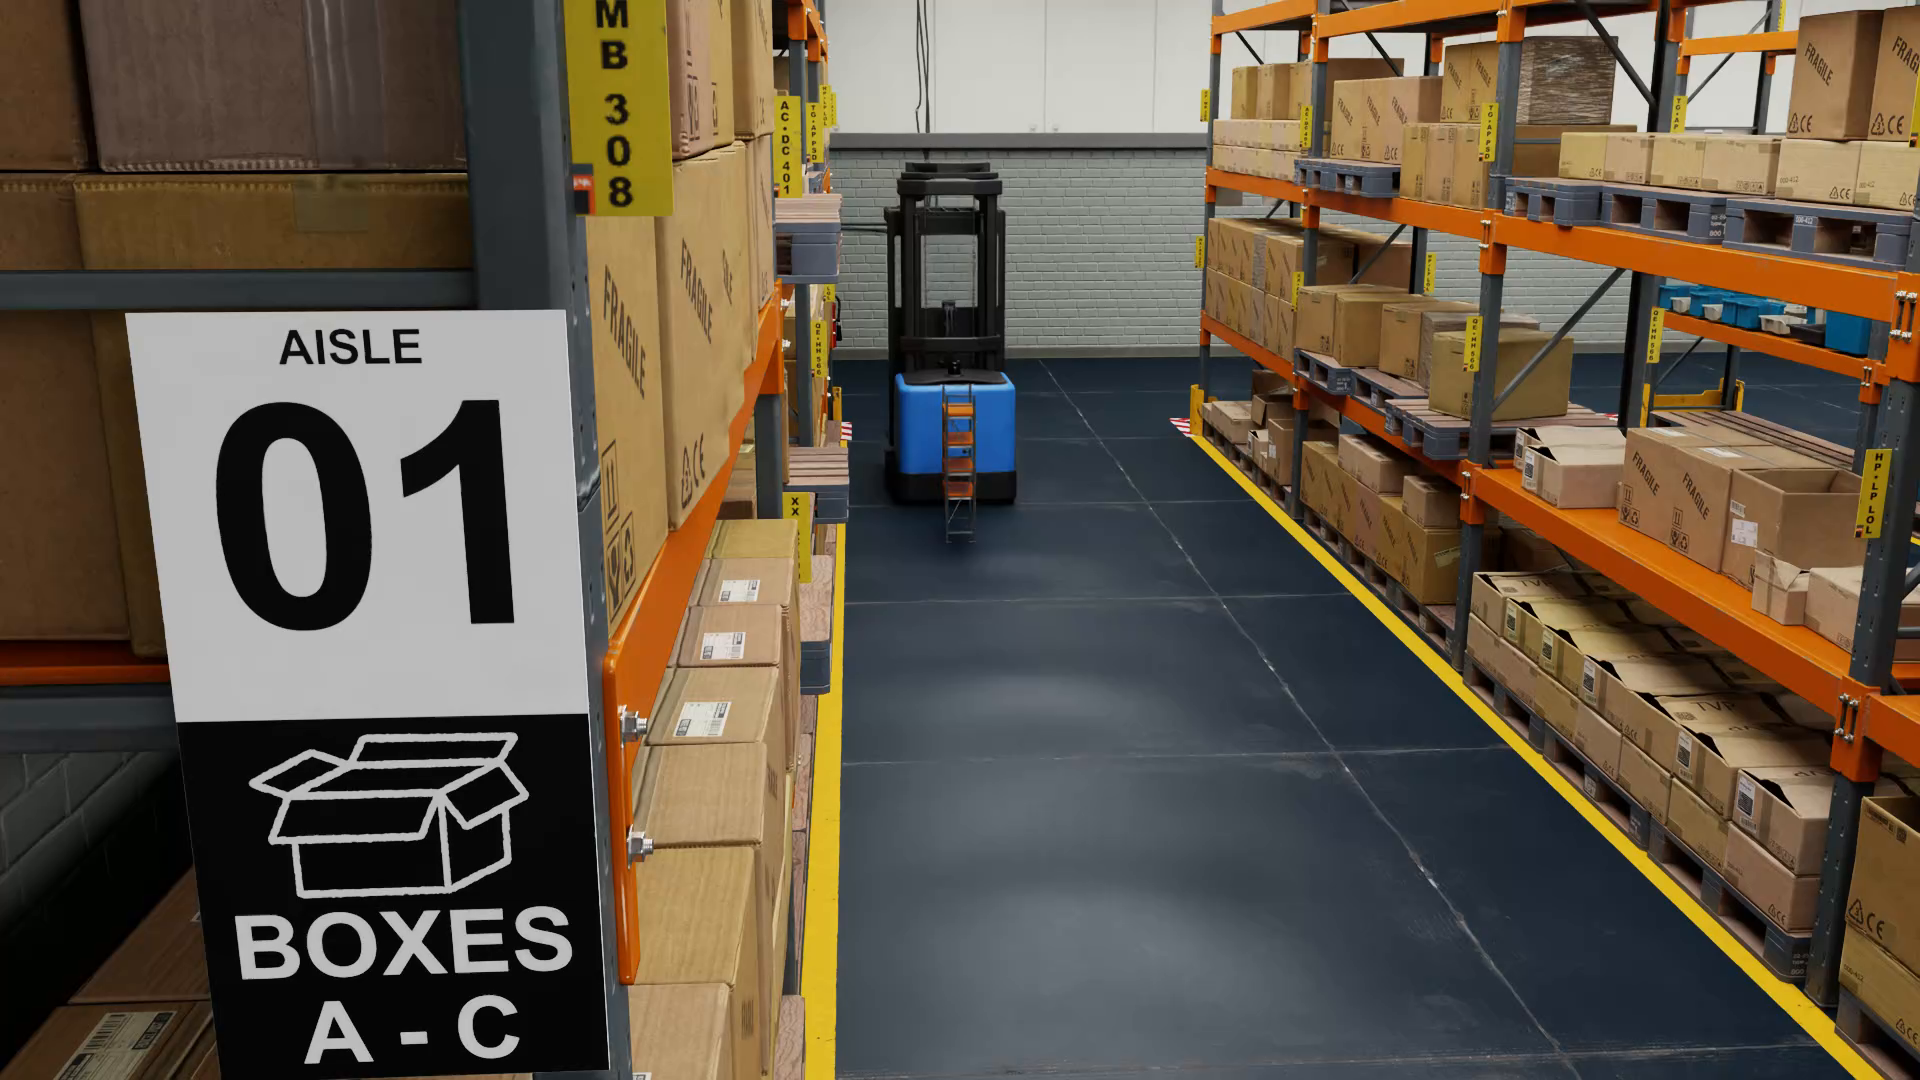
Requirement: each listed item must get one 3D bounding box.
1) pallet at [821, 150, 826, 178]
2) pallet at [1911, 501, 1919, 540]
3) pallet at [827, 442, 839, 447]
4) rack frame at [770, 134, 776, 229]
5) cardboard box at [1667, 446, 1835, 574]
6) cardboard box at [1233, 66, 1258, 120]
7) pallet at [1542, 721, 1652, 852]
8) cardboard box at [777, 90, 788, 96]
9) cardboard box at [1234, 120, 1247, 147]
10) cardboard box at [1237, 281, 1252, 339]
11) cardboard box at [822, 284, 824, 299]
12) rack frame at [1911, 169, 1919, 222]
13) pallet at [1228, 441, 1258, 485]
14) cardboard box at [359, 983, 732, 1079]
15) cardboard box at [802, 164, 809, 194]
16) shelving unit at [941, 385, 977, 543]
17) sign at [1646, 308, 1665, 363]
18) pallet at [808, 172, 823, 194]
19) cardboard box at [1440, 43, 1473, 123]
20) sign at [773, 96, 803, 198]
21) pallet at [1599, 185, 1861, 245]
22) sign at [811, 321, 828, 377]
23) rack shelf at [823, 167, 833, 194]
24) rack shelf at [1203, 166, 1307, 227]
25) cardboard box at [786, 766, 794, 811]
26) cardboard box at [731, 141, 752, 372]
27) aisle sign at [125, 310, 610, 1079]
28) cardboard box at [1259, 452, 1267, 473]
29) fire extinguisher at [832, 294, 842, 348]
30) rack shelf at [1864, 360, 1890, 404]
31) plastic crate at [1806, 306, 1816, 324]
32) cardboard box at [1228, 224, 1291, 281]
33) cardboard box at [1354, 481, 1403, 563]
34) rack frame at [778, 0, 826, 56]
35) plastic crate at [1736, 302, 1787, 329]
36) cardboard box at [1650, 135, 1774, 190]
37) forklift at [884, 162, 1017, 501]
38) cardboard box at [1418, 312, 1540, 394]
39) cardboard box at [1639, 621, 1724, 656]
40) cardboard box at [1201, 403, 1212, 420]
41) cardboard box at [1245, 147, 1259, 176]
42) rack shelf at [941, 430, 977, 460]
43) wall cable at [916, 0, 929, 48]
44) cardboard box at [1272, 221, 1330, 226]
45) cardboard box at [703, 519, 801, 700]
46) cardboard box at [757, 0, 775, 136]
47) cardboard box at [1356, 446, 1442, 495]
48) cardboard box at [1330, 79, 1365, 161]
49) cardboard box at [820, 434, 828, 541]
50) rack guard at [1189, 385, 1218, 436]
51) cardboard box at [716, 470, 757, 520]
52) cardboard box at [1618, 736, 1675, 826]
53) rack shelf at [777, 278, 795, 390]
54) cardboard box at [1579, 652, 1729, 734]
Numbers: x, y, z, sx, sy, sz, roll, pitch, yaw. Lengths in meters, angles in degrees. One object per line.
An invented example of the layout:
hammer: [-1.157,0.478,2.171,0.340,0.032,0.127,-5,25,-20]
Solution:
pallet: [-1.648,-3.180,14.023,1.003,0.211,1.213,-1,14,-3]
pallet: [8.286,-0.176,13.788,1.003,0.211,1.213,-1,14,-3]
pallet: [-1.656,-0.710,15.864,1.003,0.211,1.213,-1,14,-3]
rack frame: [-1.113,-2.482,5.114,1.000,3.000,0.127,-1,14,-3]
cardboard box: [3.736,-0.149,7.887,0.500,0.500,0.500,-1,14,-3]
cardboard box: [3.083,-4.371,16.267,0.700,0.500,0.500,-1,14,-3]
pallet: [3.668,1.209,8.402,1.003,0.211,1.213,-1,14,-3]
cardboard box: [-1.564,-2.923,11.762,0.700,0.500,0.500,-1,14,-4]
cardboard box: [2.921,-3.880,15.866,0.500,0.250,0.500,-1,14,-3]
cardboard box: [2.947,-2.195,15.838,0.500,0.500,0.500,-1,14,-3]
cardboard box: [-1.324,-2.020,13.013,0.500,0.250,0.500,-1,14,-2]
rack frame: [3.831,-2.560,5.415,1.000,3.000,0.127,-1,14,-3]
pallet: [3.216,-0.768,16.089,1.003,0.211,1.213,-1,14,-3]
cardboard box: [-0.594,0.994,2.398,0.500,0.500,0.500,-1,14,-3]
cardboard box: [-1.046,-1.816,8.683,0.500,0.311,0.500,-1,14,-3]
shelving unit: [-0.010,-0.622,13.537,0.258,1.200,0.503,-1,14,-3]
sign: [4.137,-1.219,9.921,0.100,0.325,0.005,-1,14,-3]
pallet: [-1.453,-2.092,9.997,1.213,0.211,1.003,0,14,-1]
cardboard box: [3.500,-2.997,10.926,0.500,0.500,0.500,-1,14,-3]
sign: [-0.571,-1.290,5.464,0.100,0.325,0.005,-1,14,-3]
pallet: [3.787,-1.565,7.947,1.003,0.211,1.213,0,14,-1]
sign: [-0.819,-1.105,9.635,0.100,0.325,0.005,-1,14,-3]
rack shelf: [-1.732,-3.168,15.244,1.077,0.370,4.000,-1,14,-3]
rack shelf: [3.212,-3.245,15.544,1.077,0.370,4.000,-1,14,-3]
cardboard box: [-0.758,0.723,4.956,0.500,0.250,0.500,-1,14,-3]
cardboard box: [-0.724,-0.576,3.484,0.500,0.500,0.500,0,14,0]
aisle sign: [-0.561,0.172,1.620,0.394,0.787,0.004,-1,14,-3]
cardboard box: [2.934,-0.706,15.088,0.380,0.149,0.250,-1,14,-3]
fire extinguisher: [-1.405,-2.388,17.690,0.296,0.674,0.183,-1,14,-3]
rack shelf: [8.404,-0.874,12.345,1.077,0.370,4.000,-1,14,-3]
plastic crate: [8.415,-2.155,16.099,0.416,0.233,0.300,-1,14,-3]
cardboard box: [2.918,-2.802,16.191,0.500,0.500,0.500,-1,14,-3]
cardboard box: [3.221,-0.140,12.183,0.500,0.500,0.500,-1,14,-6]
rack frame: [-1.856,-5.467,16.713,1.000,3.000,0.127,-1,14,-3]
plastic crate: [7.819,-2.194,16.248,0.416,0.233,0.300,-1,14,-3]
cardboard box: [3.743,-1.848,8.127,0.500,0.250,0.500,-1,14,-5]
forklift: [-0.148,-2.081,15.731,1.130,2.935,3.031,-1,14,-5]
cardboard box: [3.566,-1.286,11.462,0.700,0.500,0.500,2,15,7]
cardboard box: [3.929,0.589,8.768,0.500,0.311,0.500,-1,14,-4]
cardboard box: [2.771,-1.362,17.637,0.380,0.149,0.250,-1,14,-3]
cardboard box: [2.954,-3.514,15.445,0.500,0.250,0.500,-1,14,-3]
rack shelf: [-0.010,-0.774,13.498,0.258,0.148,0.480,-1,14,-3]
wall cable: [0.850,-7.863,22.122,3.097,2.526,0.112,-1,14,-3]
cardboard box: [3.422,-2.939,16.723,0.500,0.500,0.500,0,14,-2]
cardboard box: [-0.775,0.236,5.346,0.500,0.500,0.500,-1,14,-4]
cardboard box: [-0.766,-1.315,4.348,0.500,0.500,0.500,0,14,0]
cardboard box: [3.216,-0.512,12.125,0.500,0.250,0.500,-1,14,-4]
cardboard box: [3.293,-3.270,12.953,0.600,0.600,0.600,-2,15,-9]
cardboard box: [-1.380,-0.348,12.331,0.750,0.750,0.750,0,14,-2]
rack guard: [3.093,-1.409,18.000,1.175,0.500,0.348,-1,14,-3]
cardboard box: [-1.110,0.035,6.288,0.700,0.500,0.500,-1,14,-3]
cardboard box: [3.455,1.122,7.820,0.500,0.250,0.500,-1,14,-2]
rack shelf: [-1.236,-1.178,7.511,1.077,0.370,4.000,-1,14,-3]
cardboard box: [3.426,0.728,8.228,0.500,0.311,0.500,-1,14,-4]
